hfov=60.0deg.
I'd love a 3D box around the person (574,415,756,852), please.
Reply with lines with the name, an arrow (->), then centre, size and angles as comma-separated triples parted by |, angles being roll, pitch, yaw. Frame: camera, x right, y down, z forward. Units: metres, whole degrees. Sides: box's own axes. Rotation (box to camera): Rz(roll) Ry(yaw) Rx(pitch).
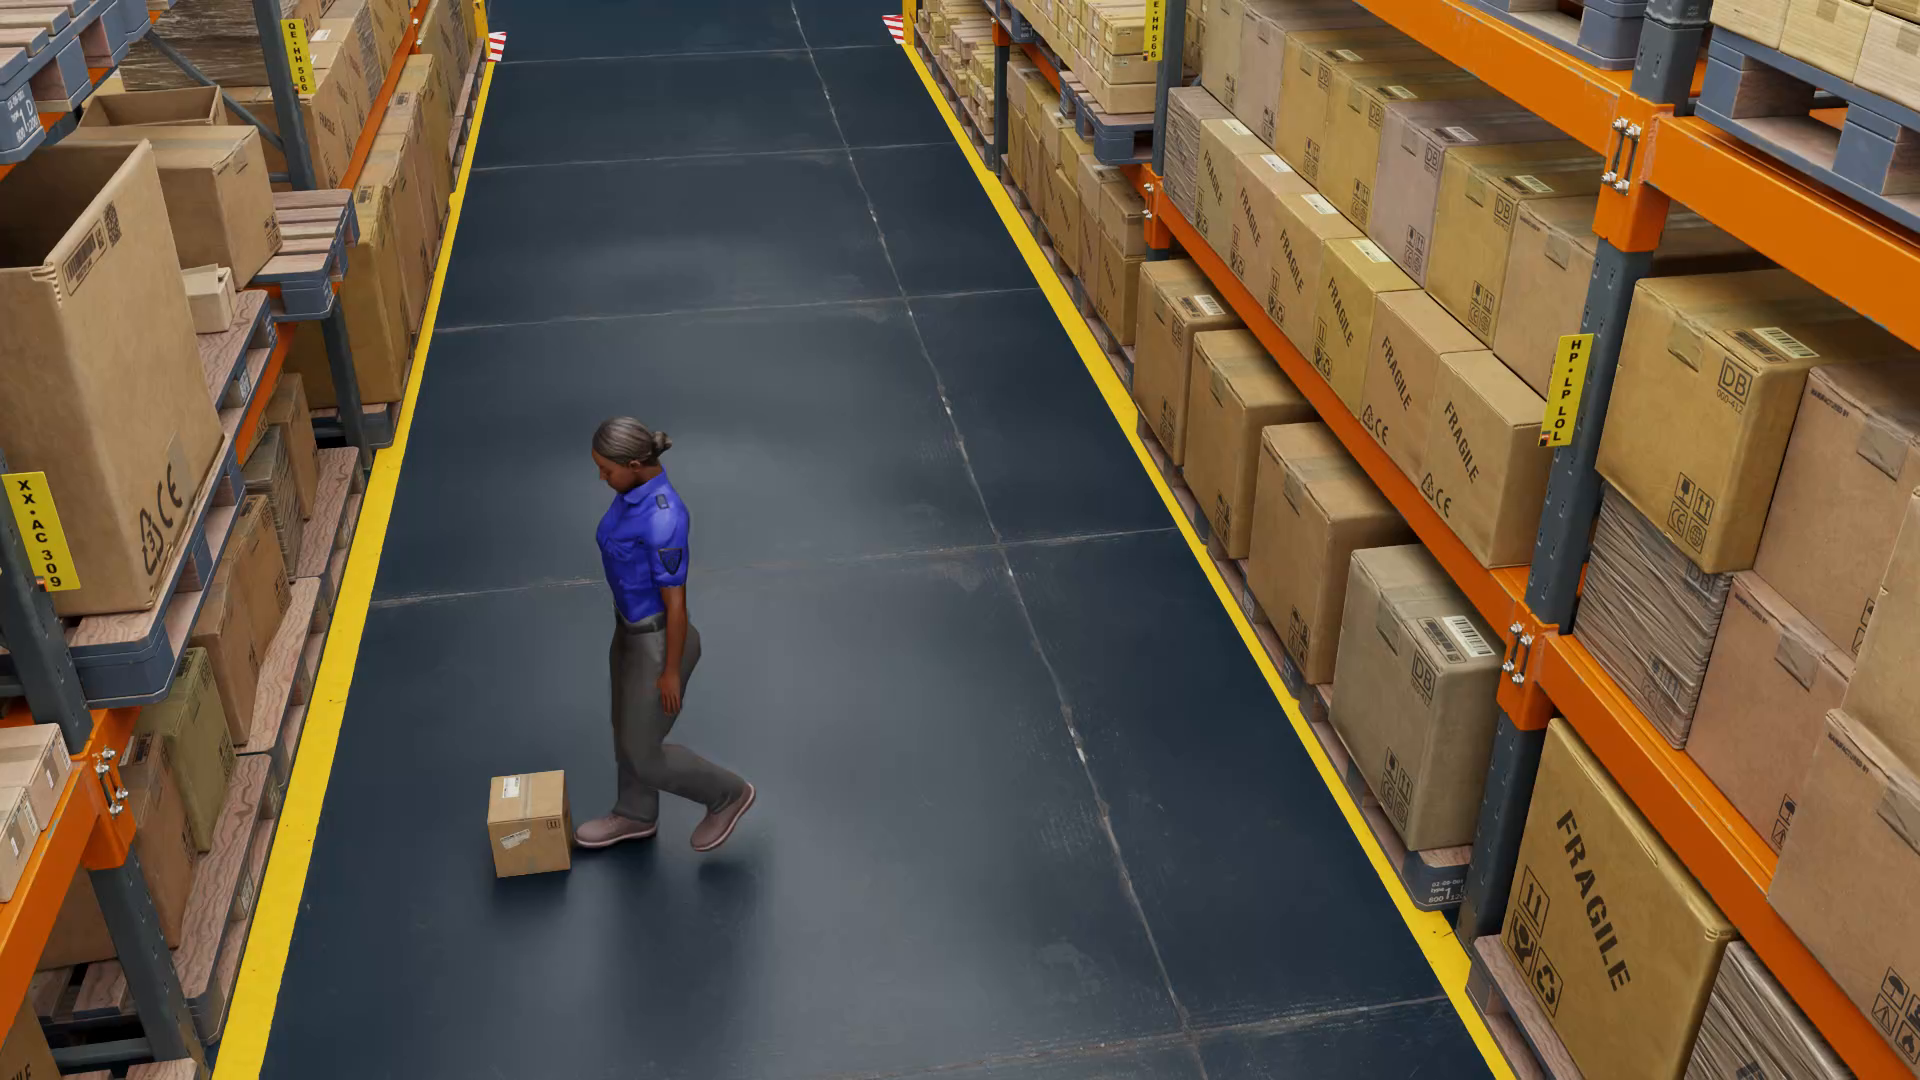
person -> -1.060, 0.350, 5.523 | 0.608, 1.638, 0.488 | -11, 33, -18
